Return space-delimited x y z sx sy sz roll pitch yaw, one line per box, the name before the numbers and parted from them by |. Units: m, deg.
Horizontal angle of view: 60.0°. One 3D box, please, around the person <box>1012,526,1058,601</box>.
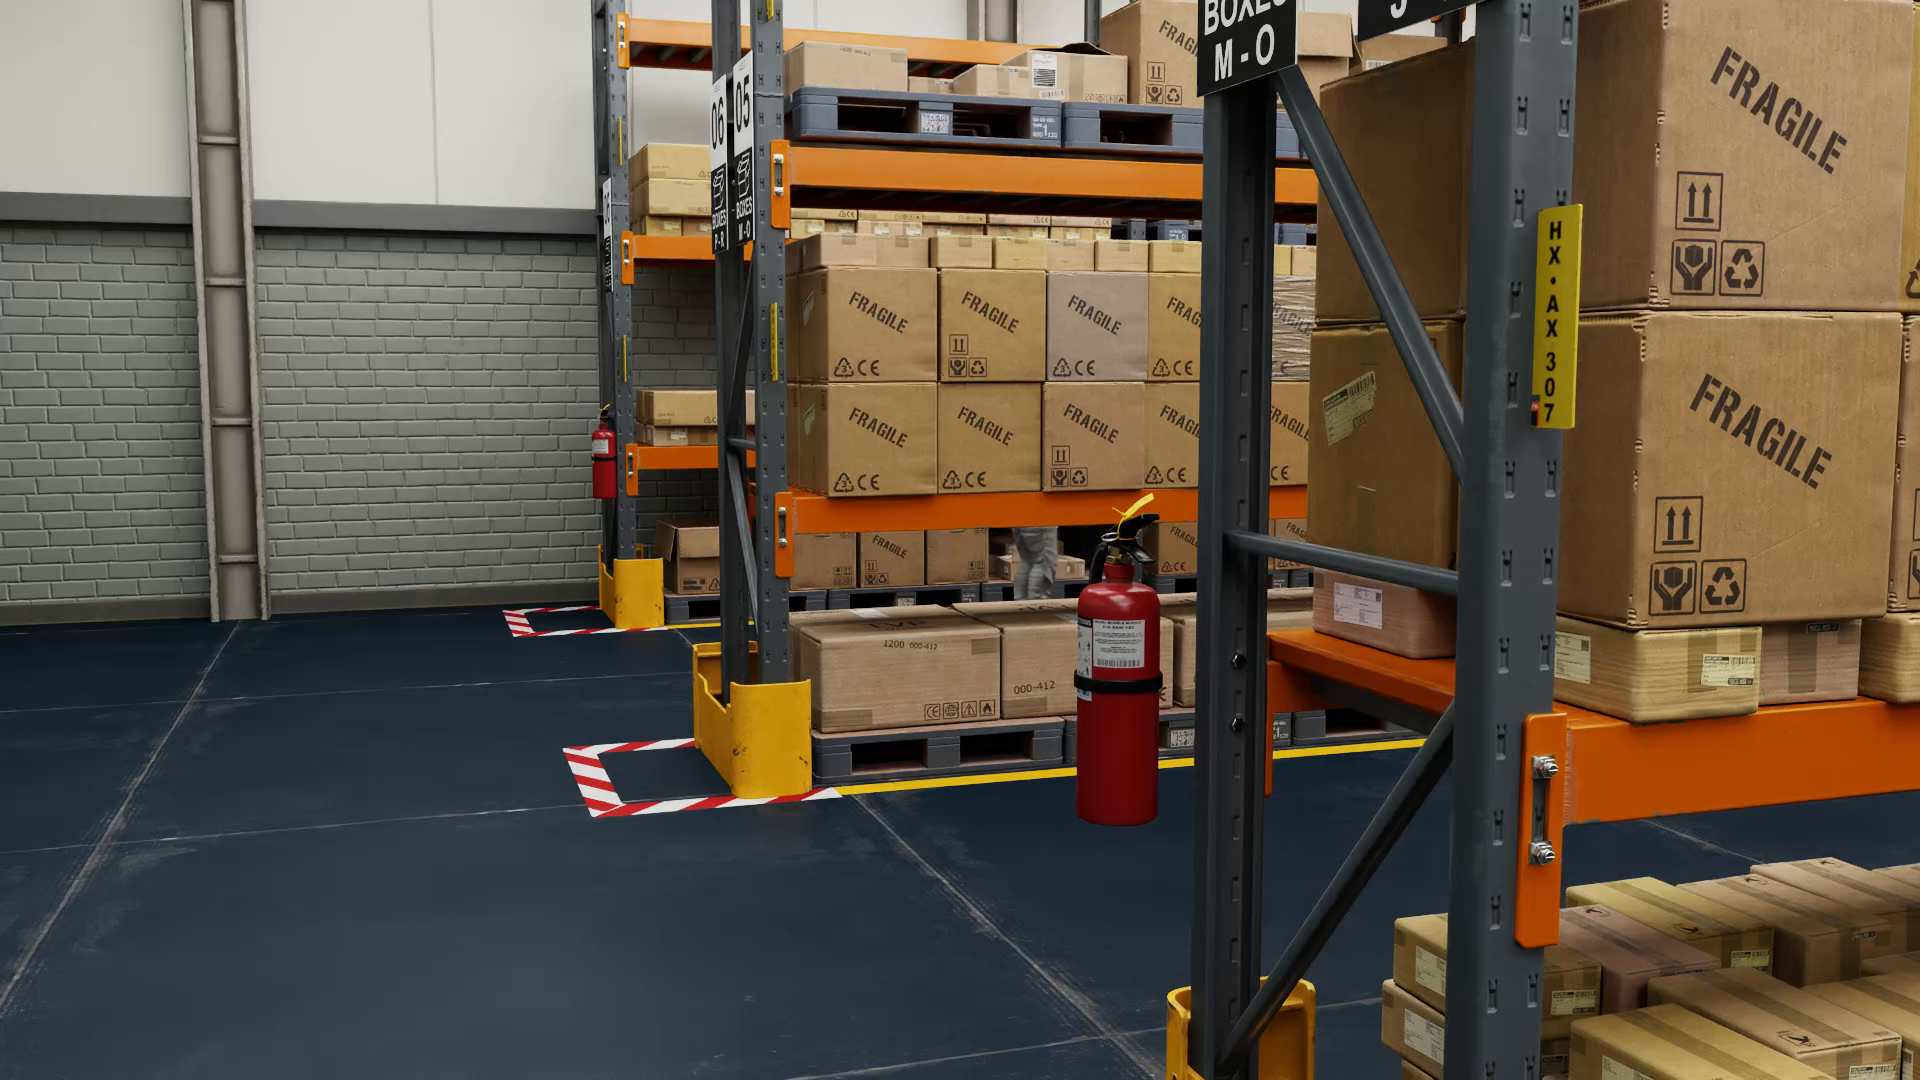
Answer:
person | 0.591 -0.190 11.907 0.532 1.662 0.457 -1 6 -14
